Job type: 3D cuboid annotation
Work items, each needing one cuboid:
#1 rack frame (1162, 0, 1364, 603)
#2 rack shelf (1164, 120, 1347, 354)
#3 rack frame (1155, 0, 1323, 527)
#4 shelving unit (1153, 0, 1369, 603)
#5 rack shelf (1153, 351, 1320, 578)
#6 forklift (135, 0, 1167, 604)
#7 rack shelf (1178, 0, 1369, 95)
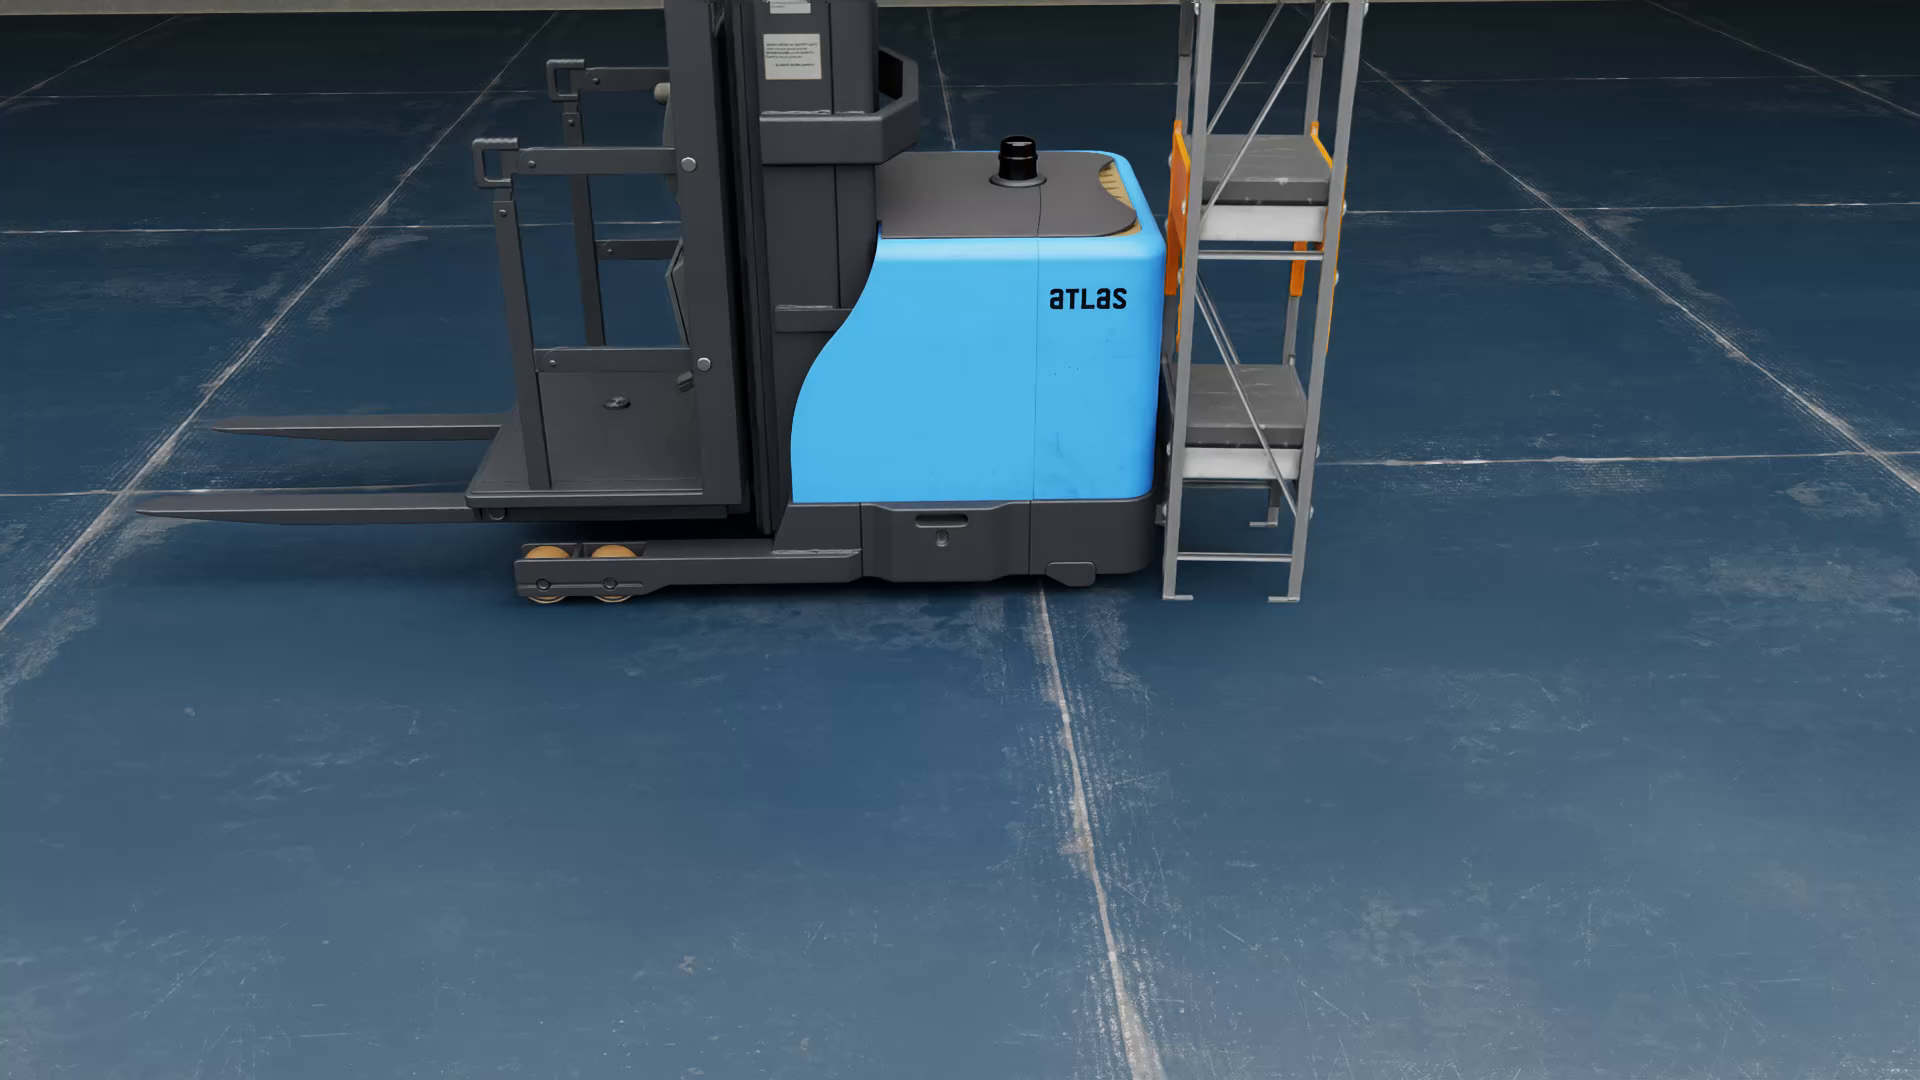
[{"bbox_3d":[0.799,-0.753,4.422,0.400,2.100,0.015,1,28,2],"label":"rack frame"},{"bbox_3d":[0.807,-0.853,4.645,0.431,0.518,0.480,1,28,2],"label":"rack shelf"},{"bbox_3d":[0.816,-0.978,4.855,0.400,2.100,0.015,1,28,2],"label":"rack frame"},{"bbox_3d":[0.807,-0.865,4.638,0.431,2.100,0.503,1,28,2],"label":"shelving unit"},{"bbox_3d":[0.807,-0.233,4.968,0.431,0.518,0.480,1,28,2],"label":"rack shelf"},{"bbox_3d":[-0.947,-1.361,4.690,3.031,2.935,1.130,-1,28,-1],"label":"forklift"},{"bbox_3d":[0.807,-1.474,4.321,0.431,0.518,0.480,1,28,2],"label":"rack shelf"}]
